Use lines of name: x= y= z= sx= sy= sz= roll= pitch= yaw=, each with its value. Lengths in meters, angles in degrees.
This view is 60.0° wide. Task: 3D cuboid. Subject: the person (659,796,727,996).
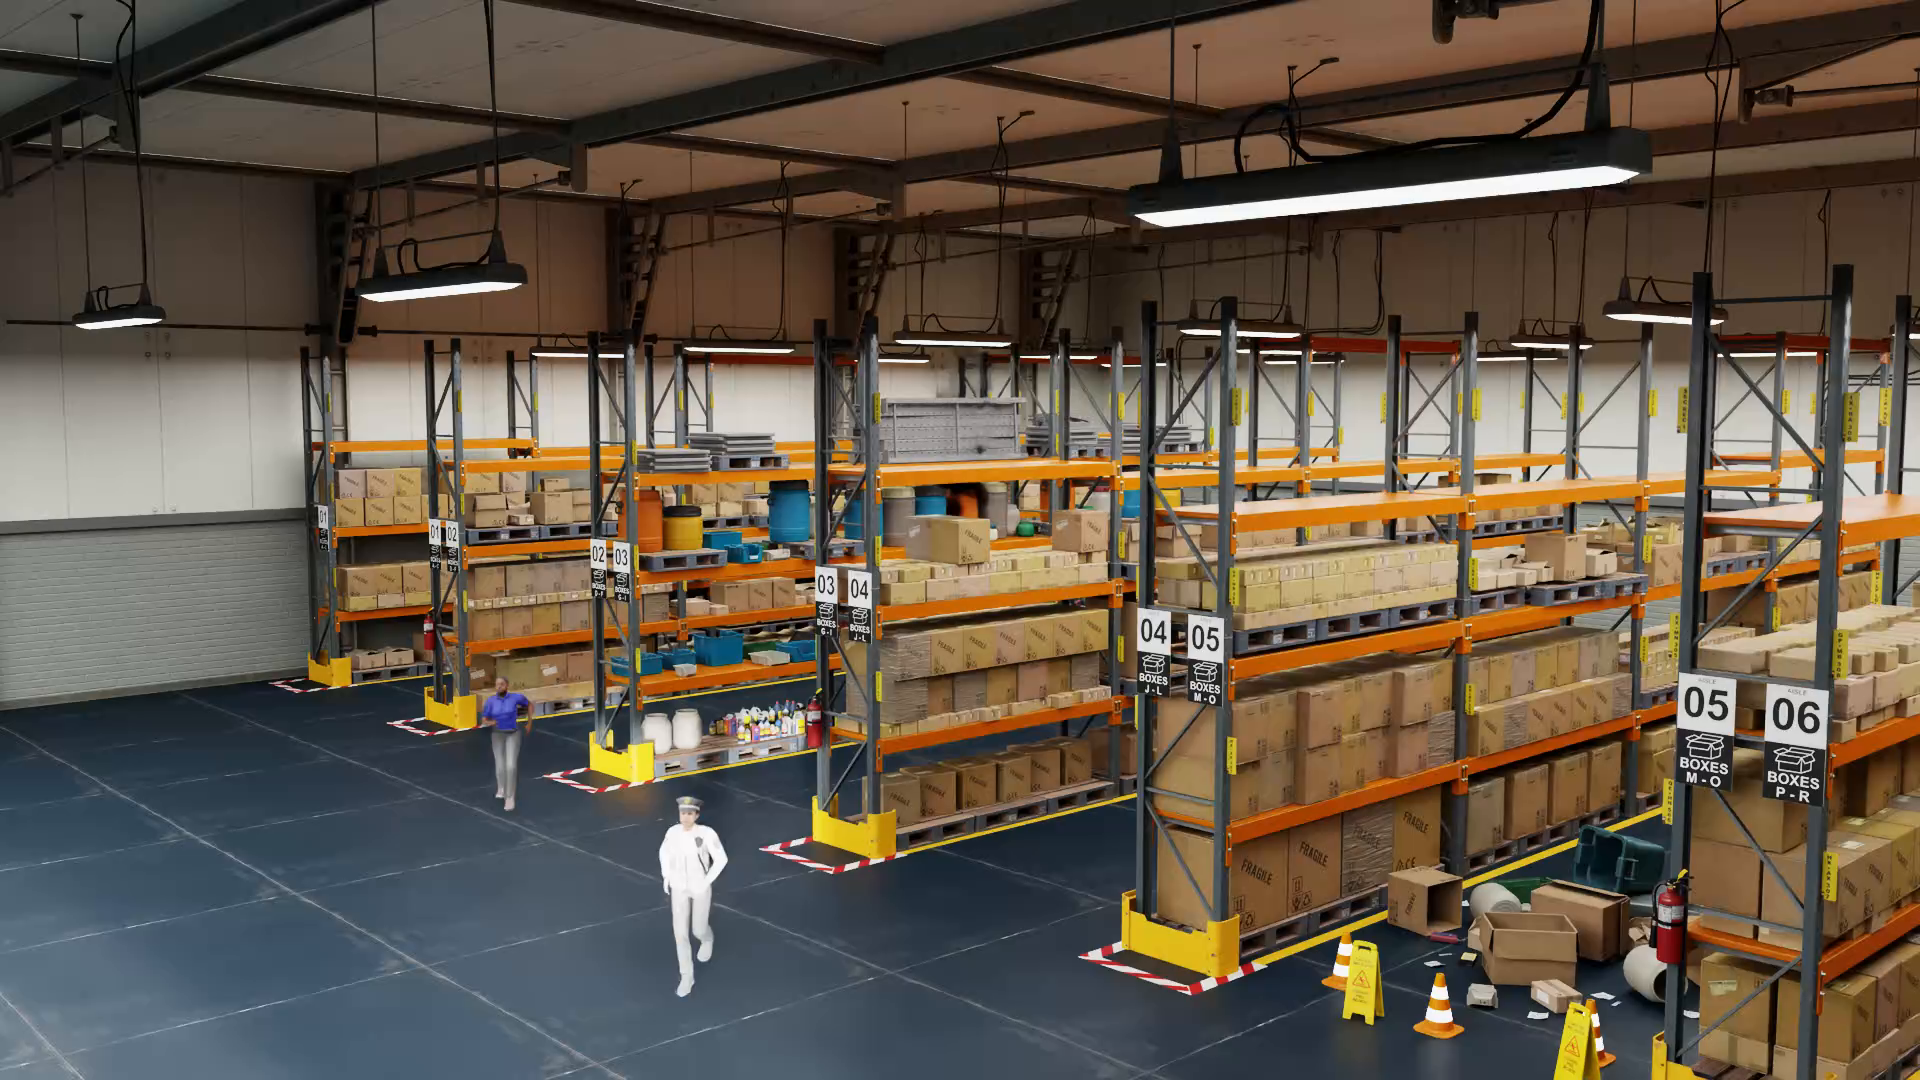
person: x=-2.351 y=3.056 z=14.605 sx=0.632 sy=1.692 sz=0.780 roll=0 pitch=5 yaw=3

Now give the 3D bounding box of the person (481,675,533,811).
person: x=-5.667 y=2.518 z=20.819 sx=0.588 sy=1.691 sz=0.875 roll=0 pitch=5 yaw=-5
